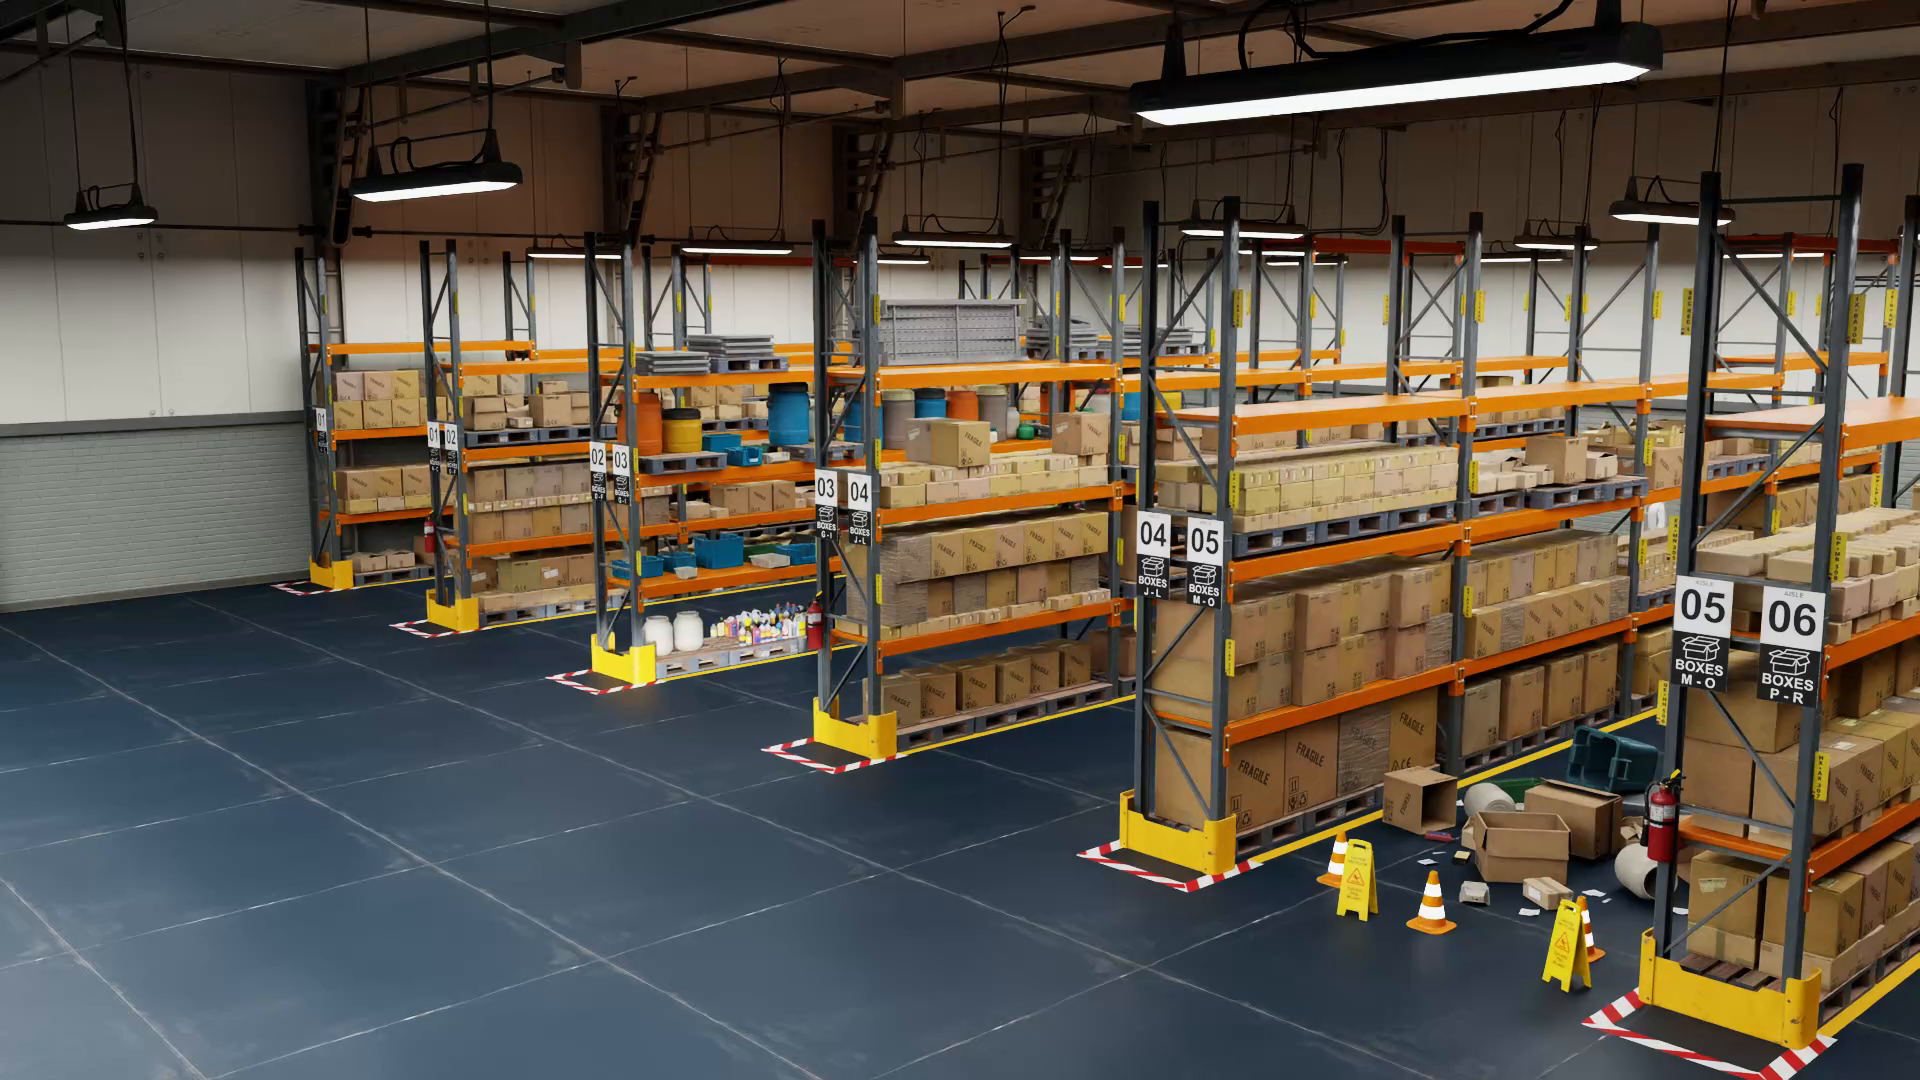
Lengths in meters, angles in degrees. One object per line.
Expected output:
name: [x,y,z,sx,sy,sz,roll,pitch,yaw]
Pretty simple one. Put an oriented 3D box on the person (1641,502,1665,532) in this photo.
person: [12.334,-0.080,29.814,0.584,1.729,1.099,6,11,37]
